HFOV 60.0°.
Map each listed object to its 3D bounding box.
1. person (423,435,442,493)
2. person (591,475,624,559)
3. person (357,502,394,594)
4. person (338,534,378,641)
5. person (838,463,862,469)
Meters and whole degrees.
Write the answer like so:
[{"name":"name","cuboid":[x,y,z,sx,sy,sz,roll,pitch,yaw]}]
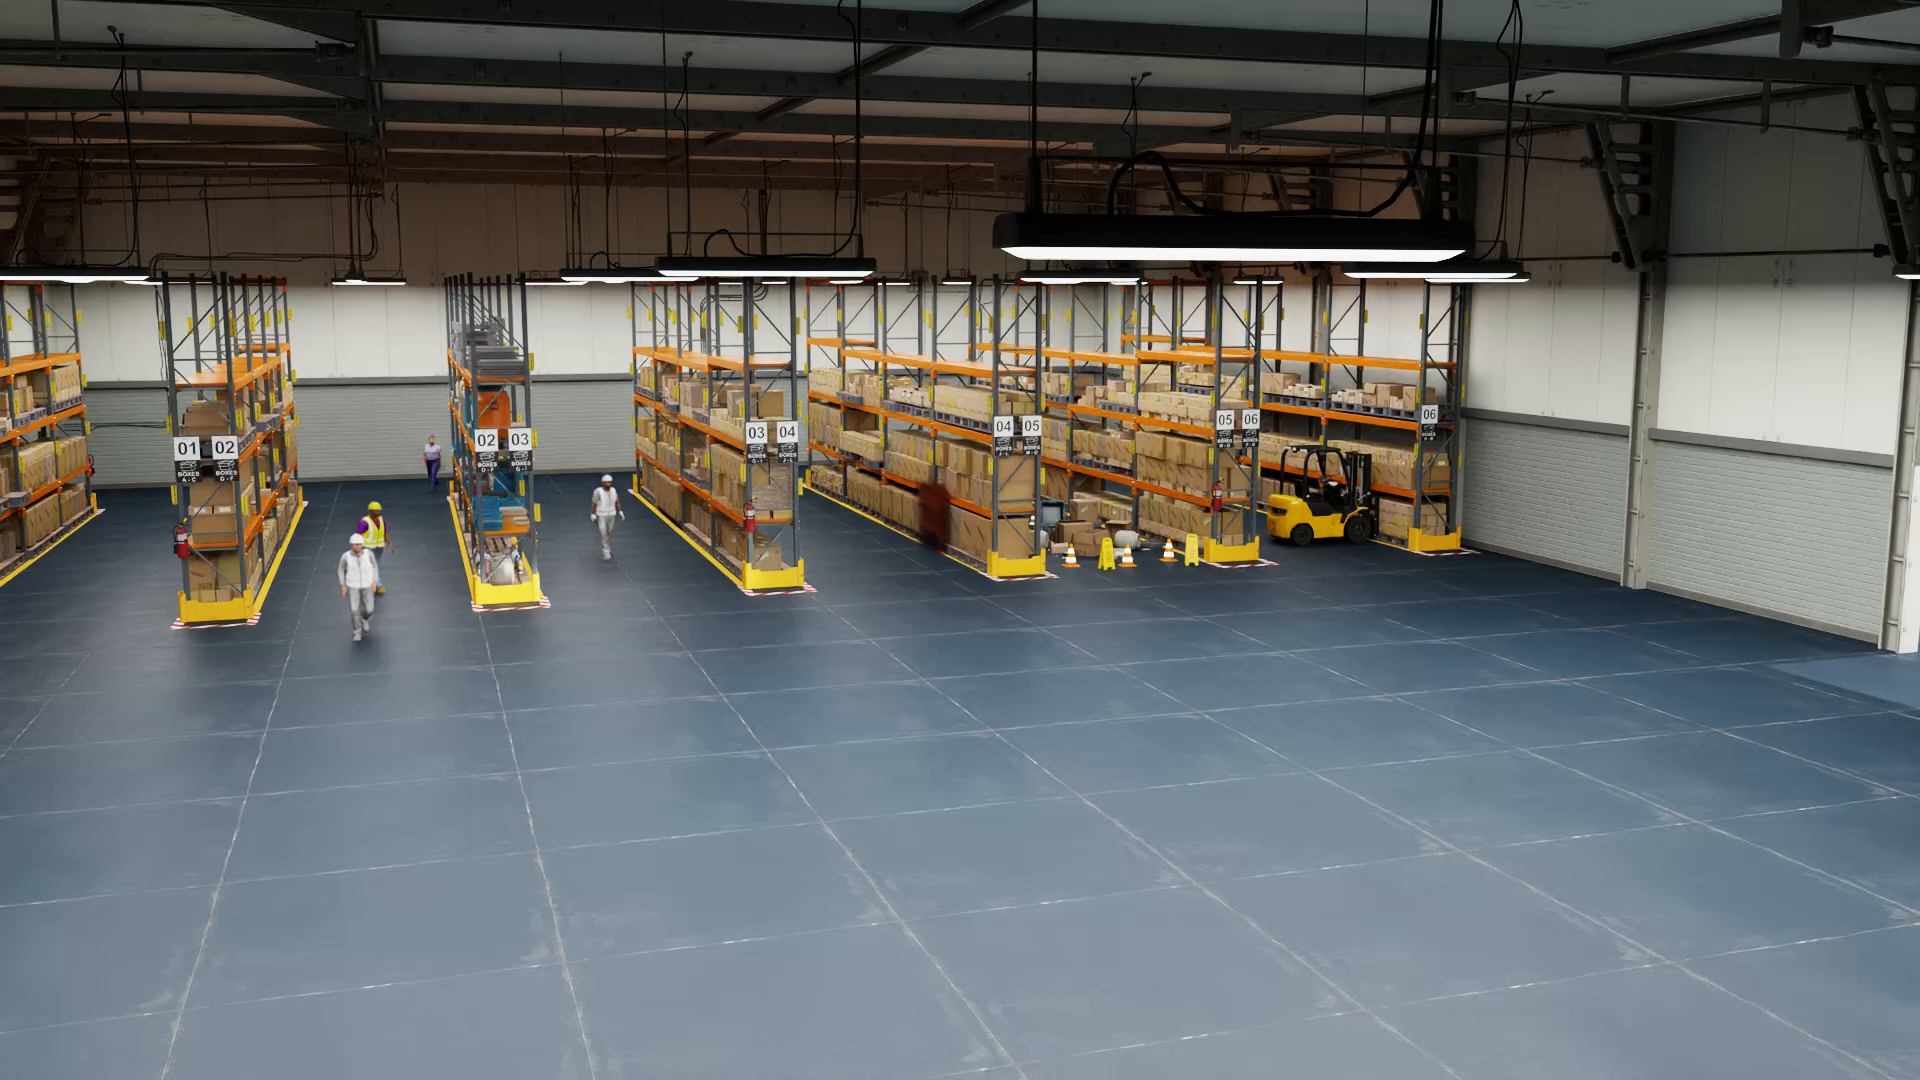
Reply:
[{"name":"person","cuboid":[-14.892,-2.168,46.989,0.455,1.590,1.006,1,9,8]},{"name":"person","cuboid":[-7.542,-0.528,35.641,0.644,1.739,0.982,-5,10,-31]},{"name":"person","cuboid":[-11.082,0.123,31.471,1.121,1.703,0.652,8,12,44]},{"name":"person","cuboid":[-9.910,0.750,27.392,0.622,1.754,0.599,-4,10,-26]},{"name":"person","cuboid":[-3.389,-2.975,51.995,1.051,1.709,0.510,1,9,8]}]
